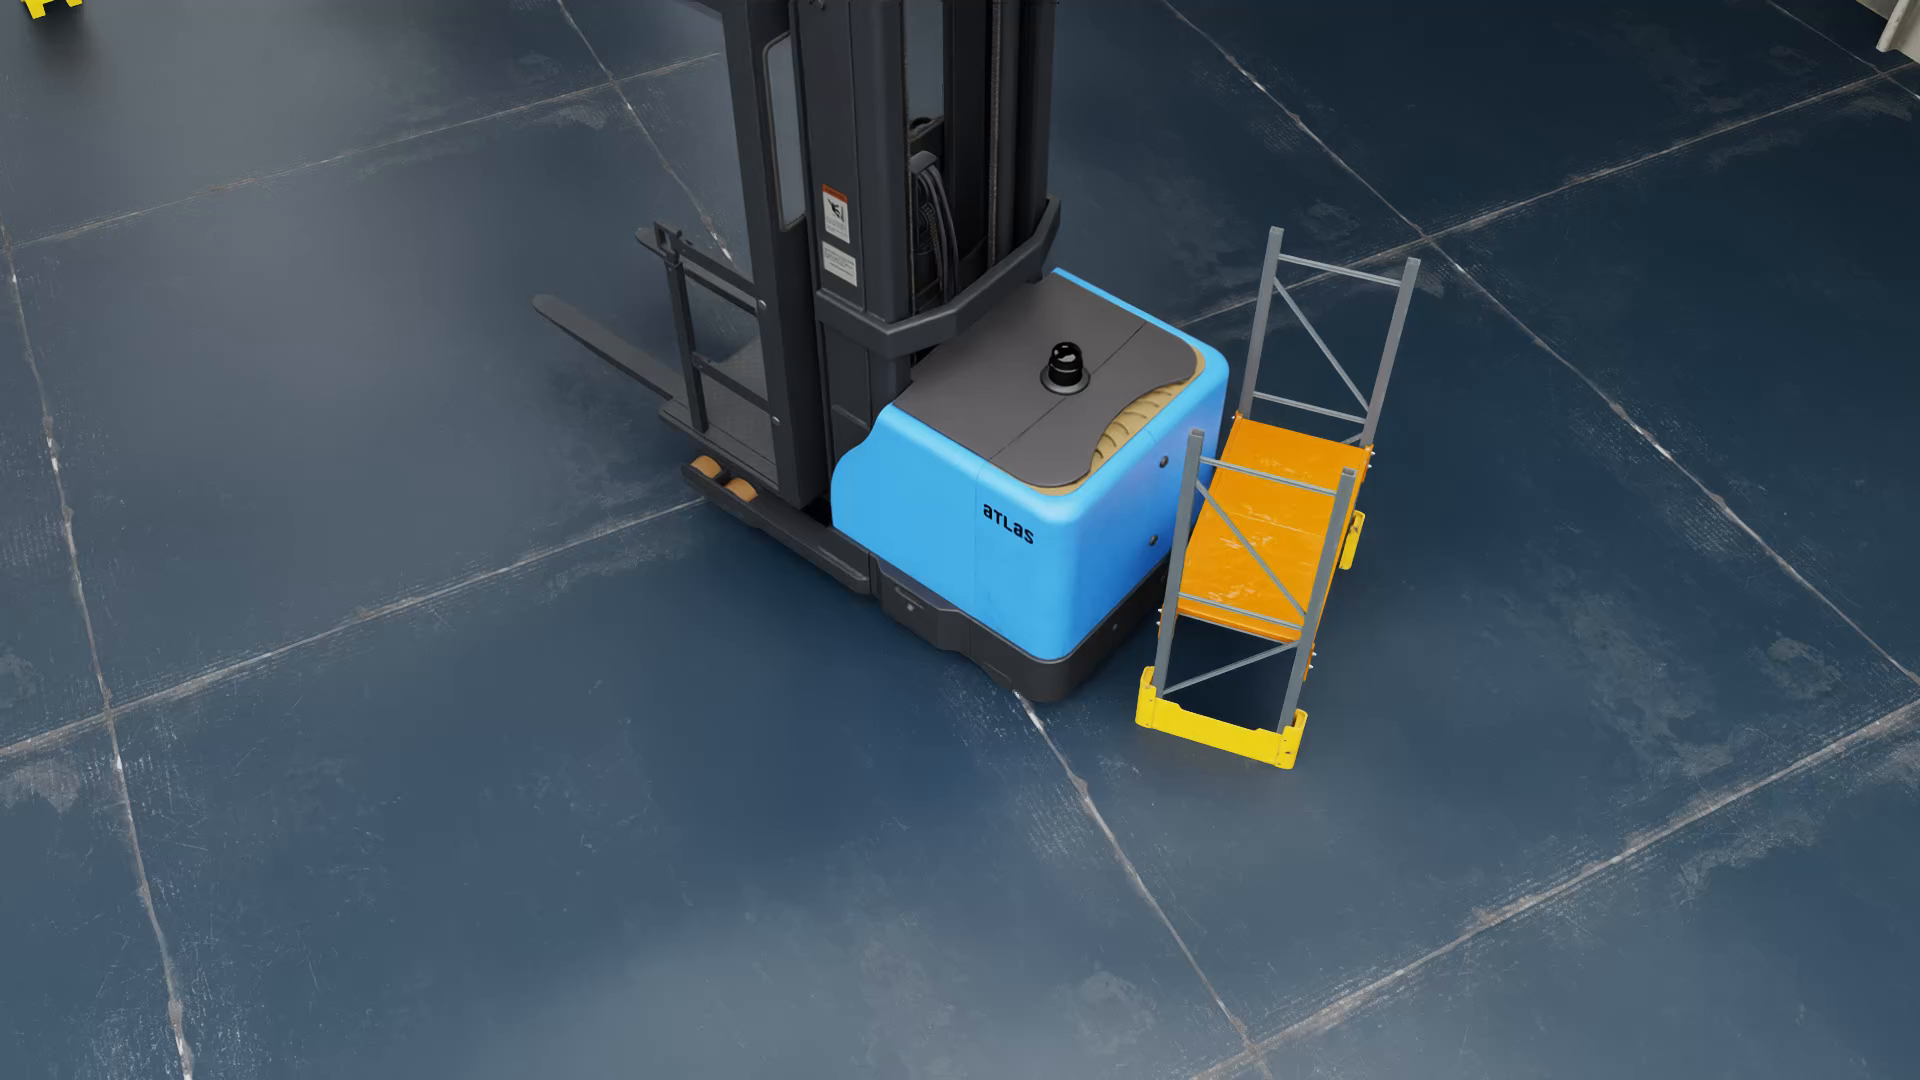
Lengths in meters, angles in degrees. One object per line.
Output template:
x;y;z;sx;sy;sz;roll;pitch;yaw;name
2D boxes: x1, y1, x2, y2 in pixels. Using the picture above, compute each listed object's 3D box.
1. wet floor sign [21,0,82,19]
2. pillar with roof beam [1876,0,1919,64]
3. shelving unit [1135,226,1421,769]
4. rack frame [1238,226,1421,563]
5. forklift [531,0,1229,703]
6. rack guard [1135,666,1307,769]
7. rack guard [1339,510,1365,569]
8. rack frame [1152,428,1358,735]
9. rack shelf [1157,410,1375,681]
-5.060;-3.207;9.019;0.267;0.644;0.232;-30;55;-23;wet floor sign
1.334;-4.058;4.213;9.100;9.000;0.400;-21;52;-18;pillar with roof beam
-3.051;-5.538;10.291;13.309;1.800;11.382;16;51;13;shelving unit
1.273;-0.481;6.067;0.500;1.500;0.032;16;51;13;rack frame
-0.500;-1.326;5.855;3.031;2.935;1.130;32;56;25;forklift
0.923;0.633;5.923;0.587;0.250;0.087;16;51;13;rack guard
1.272;-0.069;6.537;0.587;0.250;0.087;16;51;13;rack guard
-3.070;-5.547;10.298;13.265;1.800;11.374;16;51;13;rack frame
1.094;-0.004;5.889;0.538;0.185;1.000;16;51;13;rack shelf
